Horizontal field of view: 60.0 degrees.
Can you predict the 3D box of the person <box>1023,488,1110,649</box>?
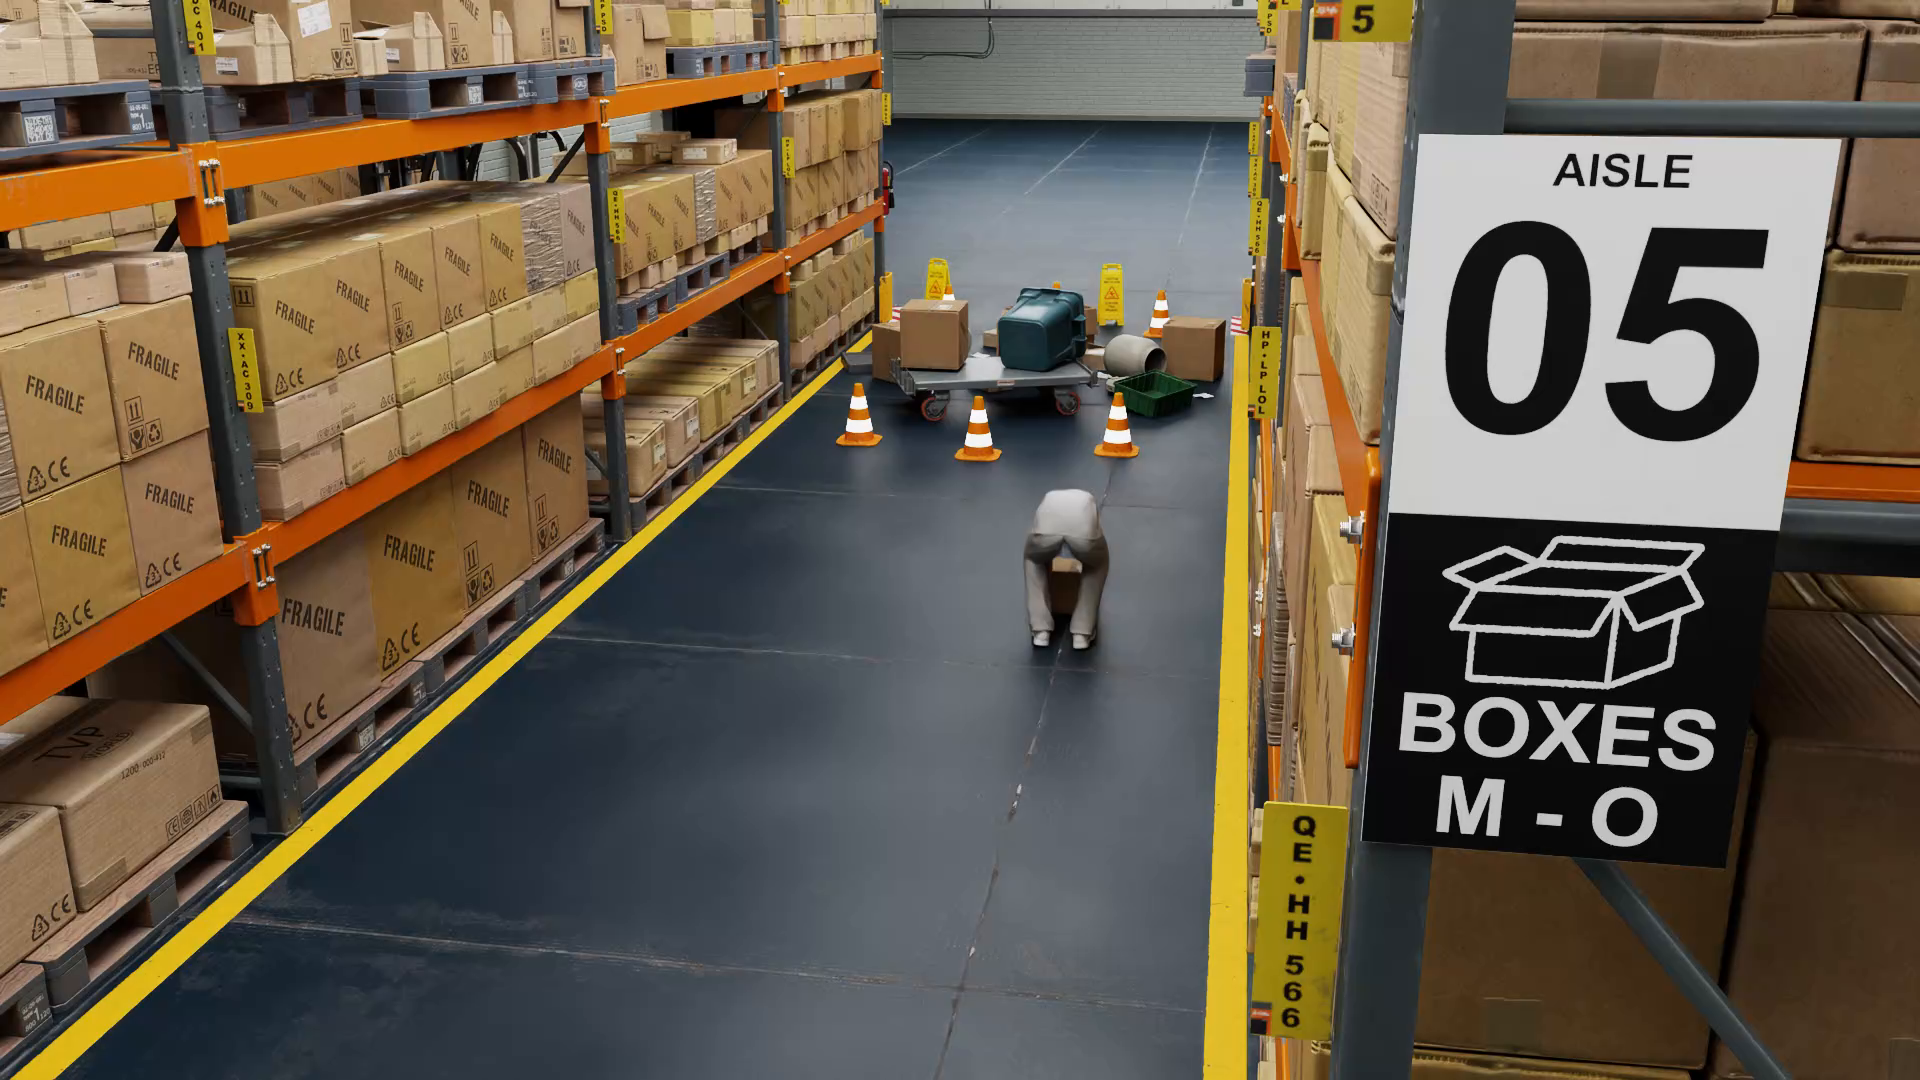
[{"bbox_3d":[0.581,0.095,9.095,0.476,0.852,0.852,2,18,7],"label":"person"}]
